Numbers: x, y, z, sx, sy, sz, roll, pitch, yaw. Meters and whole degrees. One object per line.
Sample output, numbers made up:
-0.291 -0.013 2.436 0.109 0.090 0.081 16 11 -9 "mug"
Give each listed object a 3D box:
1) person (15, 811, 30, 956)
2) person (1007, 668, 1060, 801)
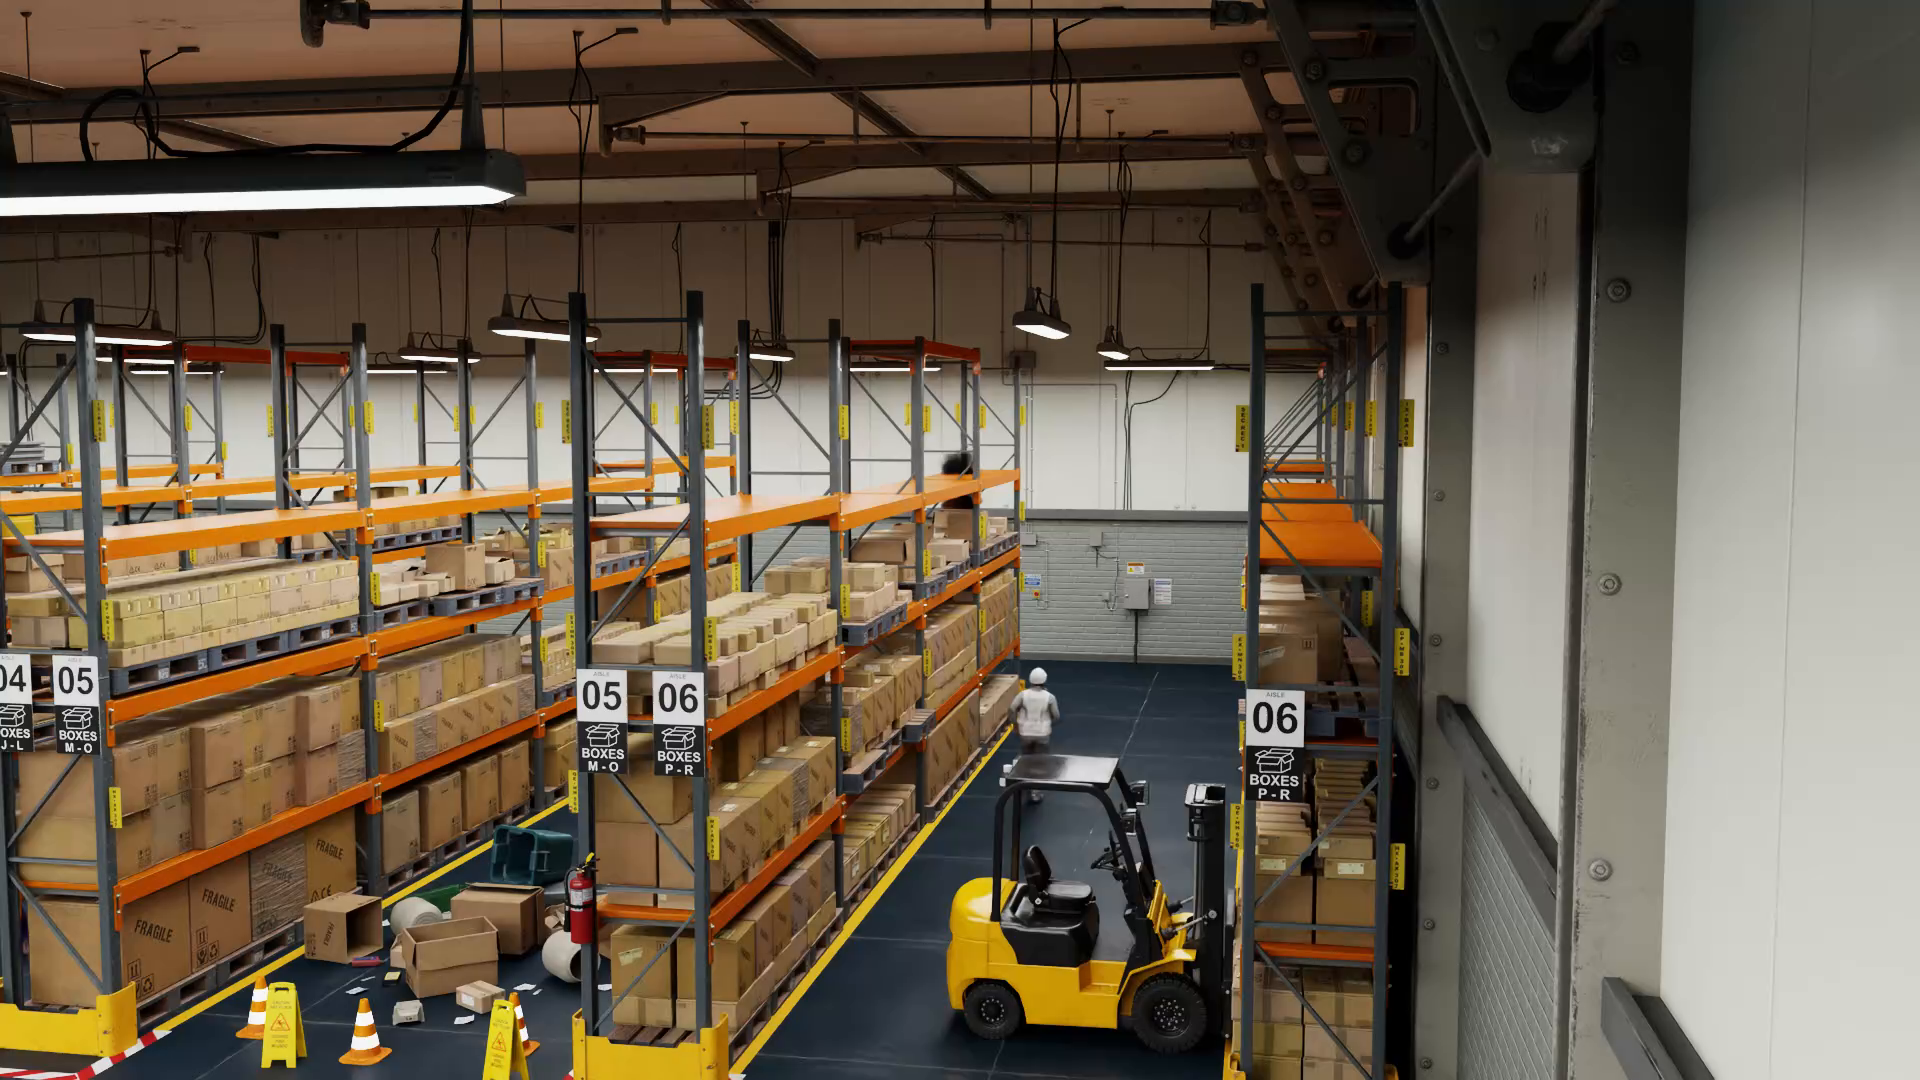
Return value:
-8.858 3.108 15.488 0.599 1.602 0.645 0 5 1 "person"
0.987 2.532 21.887 0.669 1.734 0.618 1 5 11 "person"
